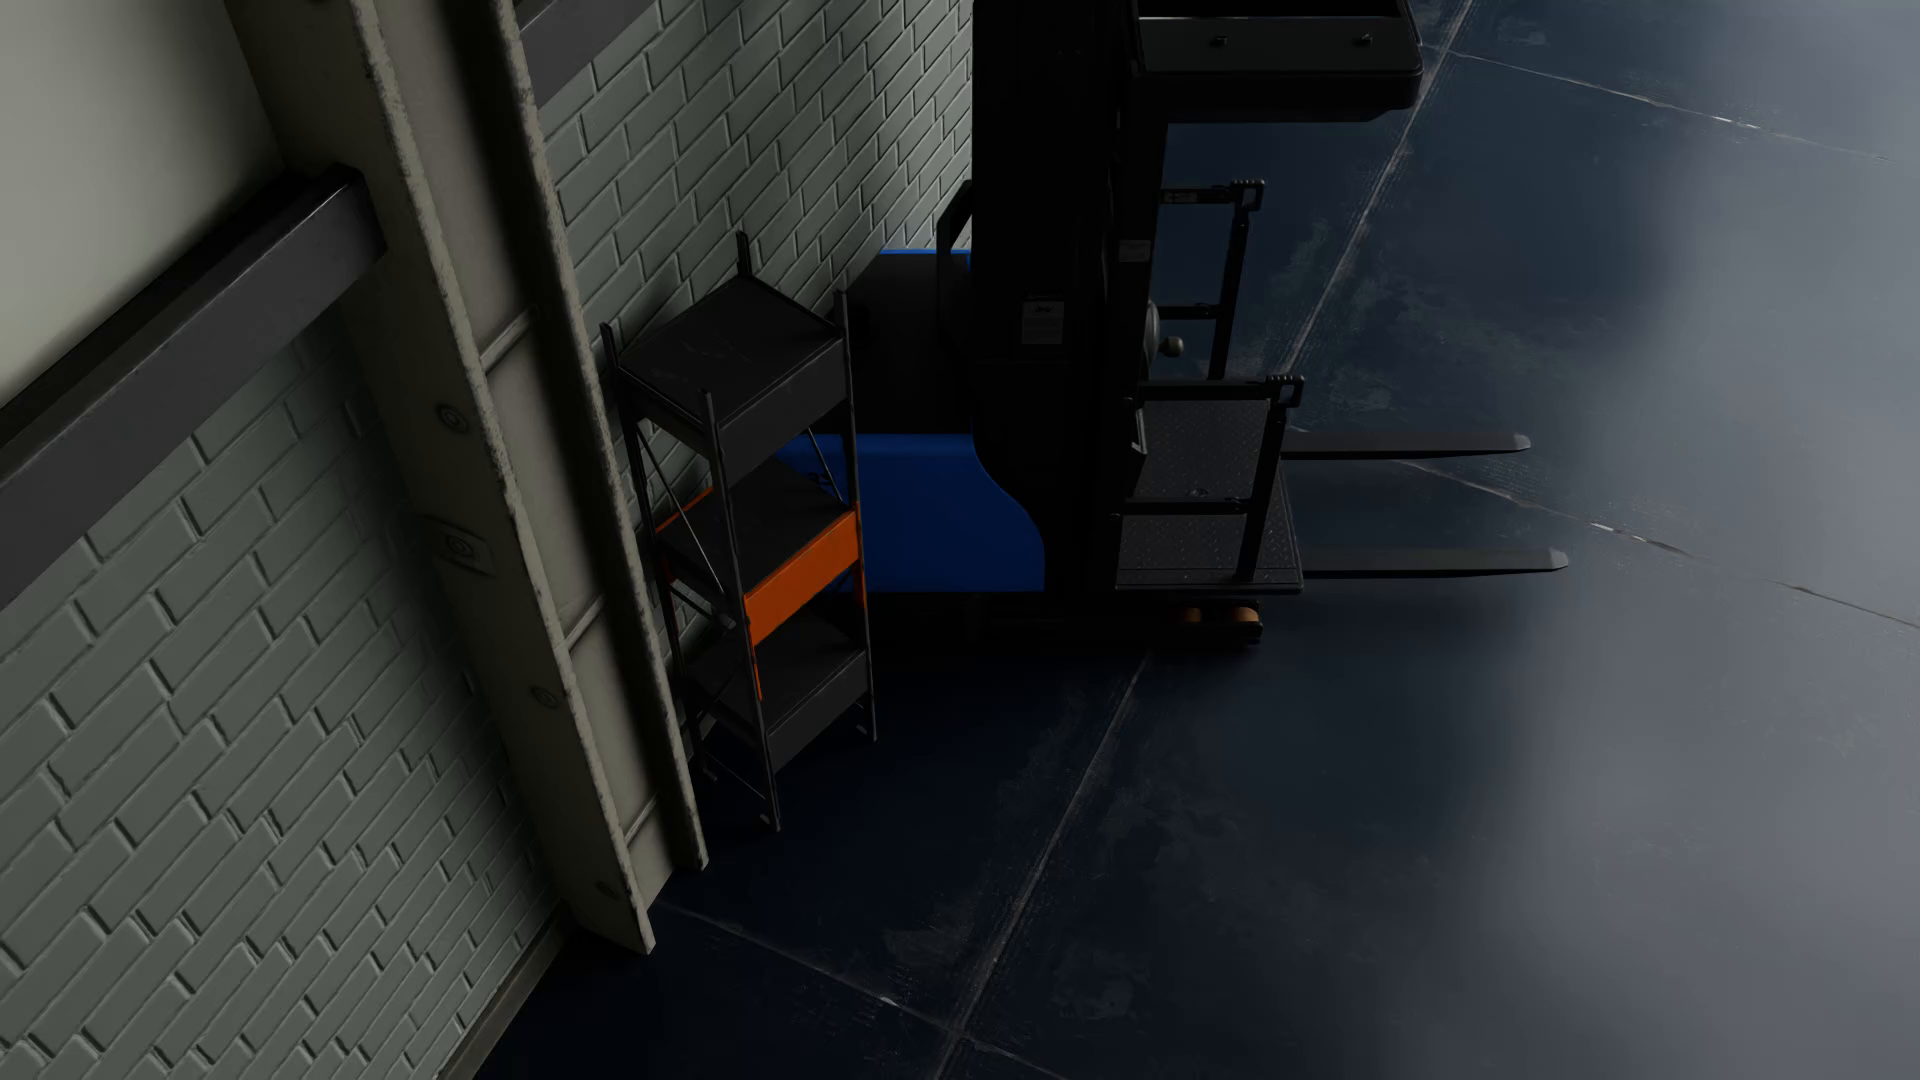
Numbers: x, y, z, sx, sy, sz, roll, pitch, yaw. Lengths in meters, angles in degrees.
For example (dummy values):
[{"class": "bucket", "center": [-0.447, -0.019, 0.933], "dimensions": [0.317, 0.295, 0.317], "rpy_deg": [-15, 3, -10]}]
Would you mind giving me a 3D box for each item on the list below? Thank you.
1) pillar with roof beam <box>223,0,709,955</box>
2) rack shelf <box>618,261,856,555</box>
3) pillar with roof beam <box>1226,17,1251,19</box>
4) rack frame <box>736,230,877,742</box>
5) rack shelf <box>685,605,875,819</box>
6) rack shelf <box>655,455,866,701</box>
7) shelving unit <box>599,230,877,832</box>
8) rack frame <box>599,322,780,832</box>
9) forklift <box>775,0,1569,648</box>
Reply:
[{"class": "pillar with roof beam", "center": [2.821, -0.347, 0.952], "dimensions": [9.100, 9.000, 0.400], "rpy_deg": [20, 52, 16]}, {"class": "rack shelf", "center": [-0.614, -0.365, 4.596], "dimensions": [0.431, 0.518, 0.480], "rpy_deg": [33, 57, 25]}, {"class": "pillar with roof beam", "center": [5.384, -4.479, 4.468], "dimensions": [9.100, 9.000, 0.400], "rpy_deg": [20, 52, 16]}, {"class": "rack frame", "center": [-0.455, -0.061, 5.238], "dimensions": [0.400, 2.100, 0.015], "rpy_deg": [33, 57, 25]}, {"class": "rack shelf", "center": [-0.614, 0.542, 5.662], "dimensions": [0.431, 0.518, 0.480], "rpy_deg": [33, 57, 25]}, {"class": "rack shelf", "center": [-0.614, 0.089, 5.129], "dimensions": [0.431, 0.518, 0.480], "rpy_deg": [33, 57, 25]}, {"class": "shelving unit", "center": [-0.614, 0.080, 5.119], "dimensions": [0.431, 2.100, 0.503], "rpy_deg": [33, 57, 25]}, {"class": "rack frame", "center": [-0.774, 0.220, 4.999], "dimensions": [0.400, 2.100, 0.015], "rpy_deg": [33, 57, 25]}, {"class": "forklift", "center": [0.752, -0.955, 5.453], "dimensions": [3.031, 2.935, 1.130], "rpy_deg": [0, 50, 0]}]
